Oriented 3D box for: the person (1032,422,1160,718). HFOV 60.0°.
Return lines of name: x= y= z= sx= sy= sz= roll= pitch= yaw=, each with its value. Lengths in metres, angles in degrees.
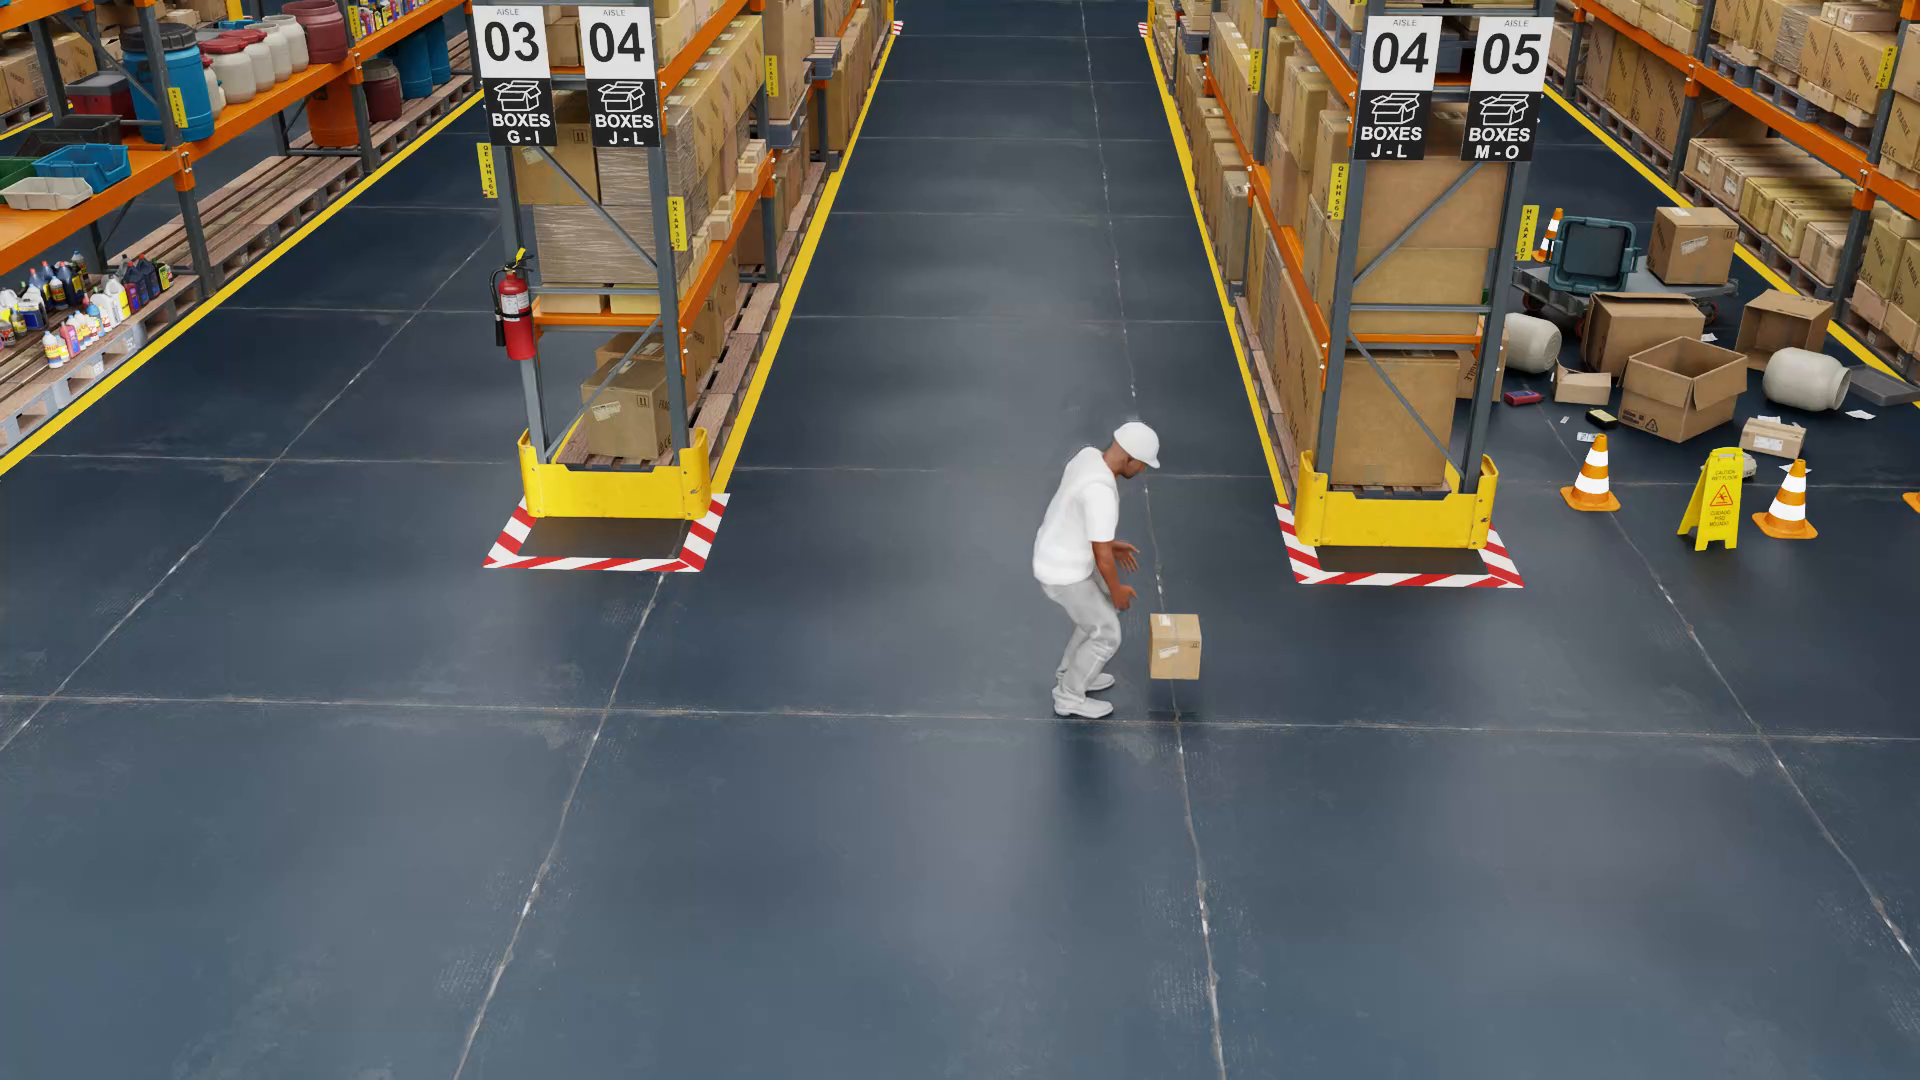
person: x=0.683 y=0.124 z=8.551 sx=0.622 sy=1.591 sz=0.620 roll=1 pitch=28 yaw=3
